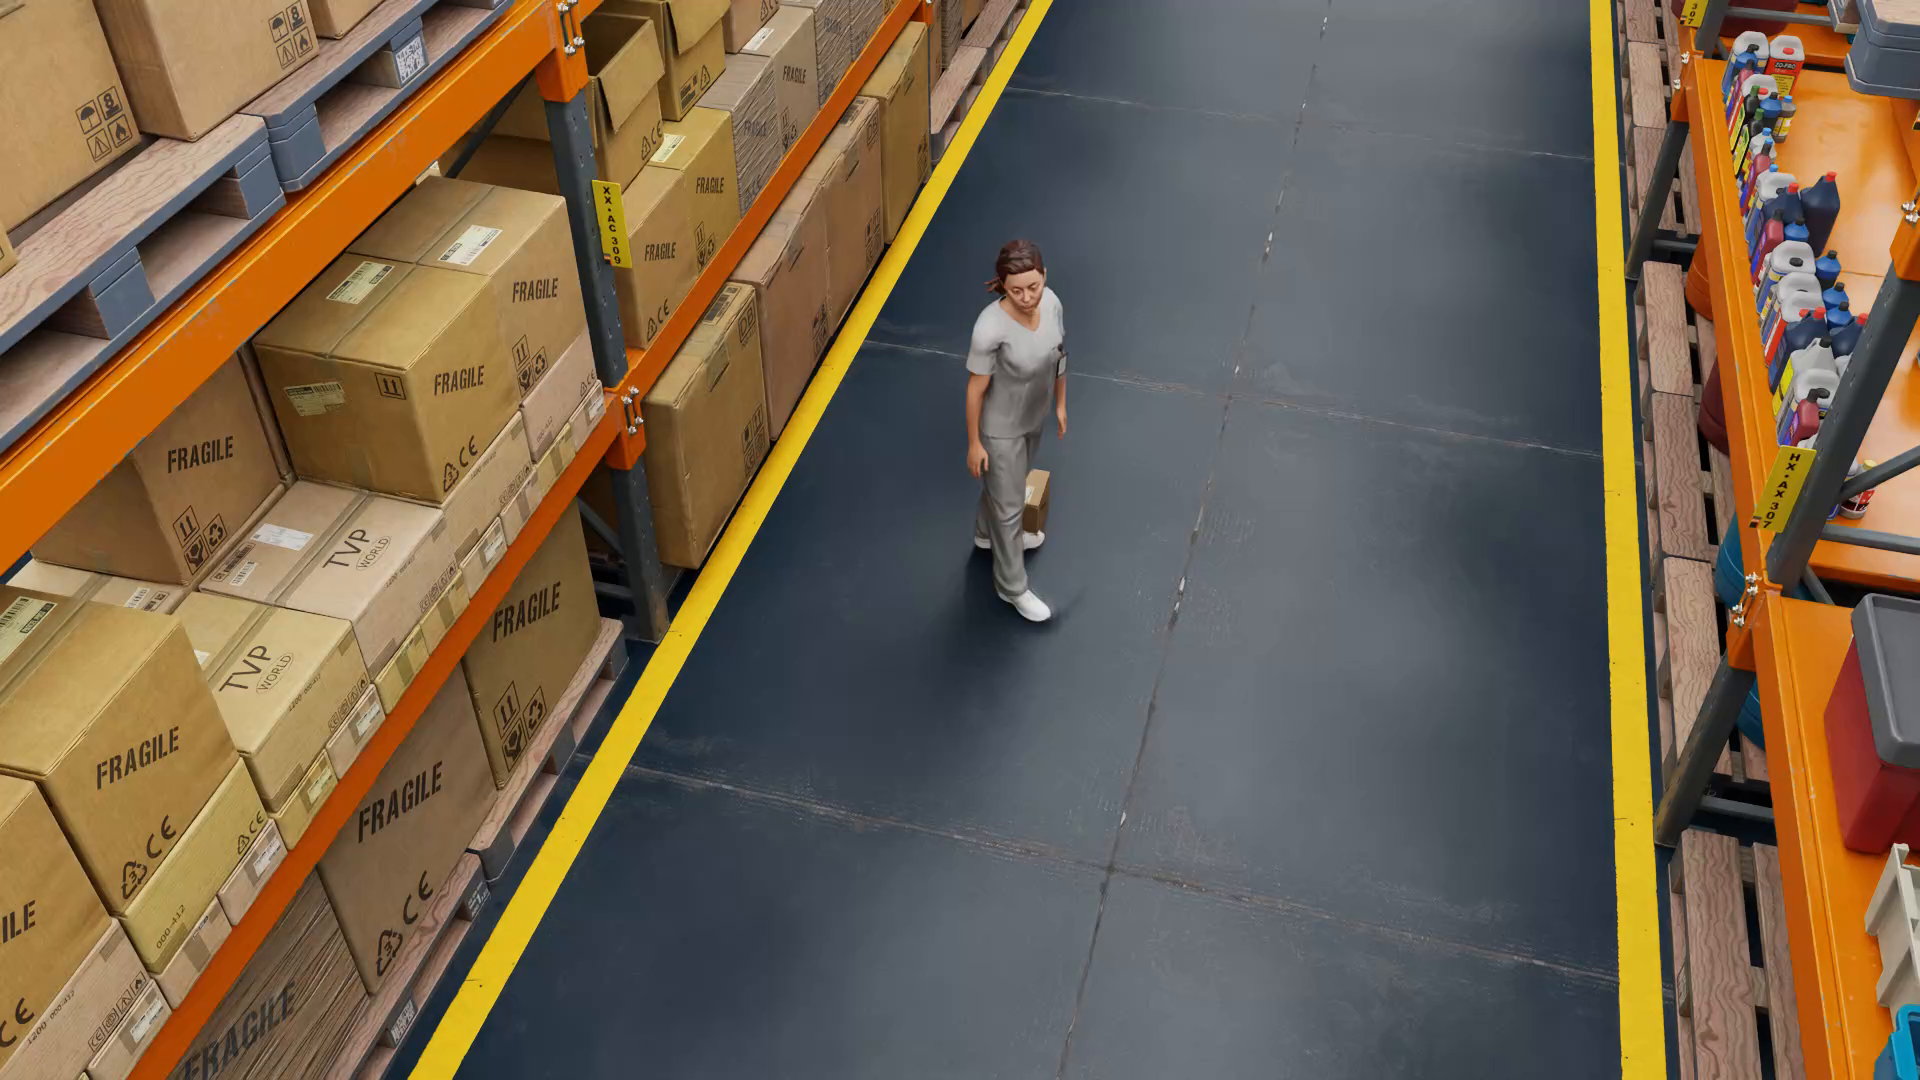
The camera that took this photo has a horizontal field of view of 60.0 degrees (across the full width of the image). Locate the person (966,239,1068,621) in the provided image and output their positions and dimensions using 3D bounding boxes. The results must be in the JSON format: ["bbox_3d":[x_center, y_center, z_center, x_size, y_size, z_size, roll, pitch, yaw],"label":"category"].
[{"bbox_3d":[0.238,-0.462,6.657,0.593,1.666,0.543,30,49,30],"label":"person"}]
